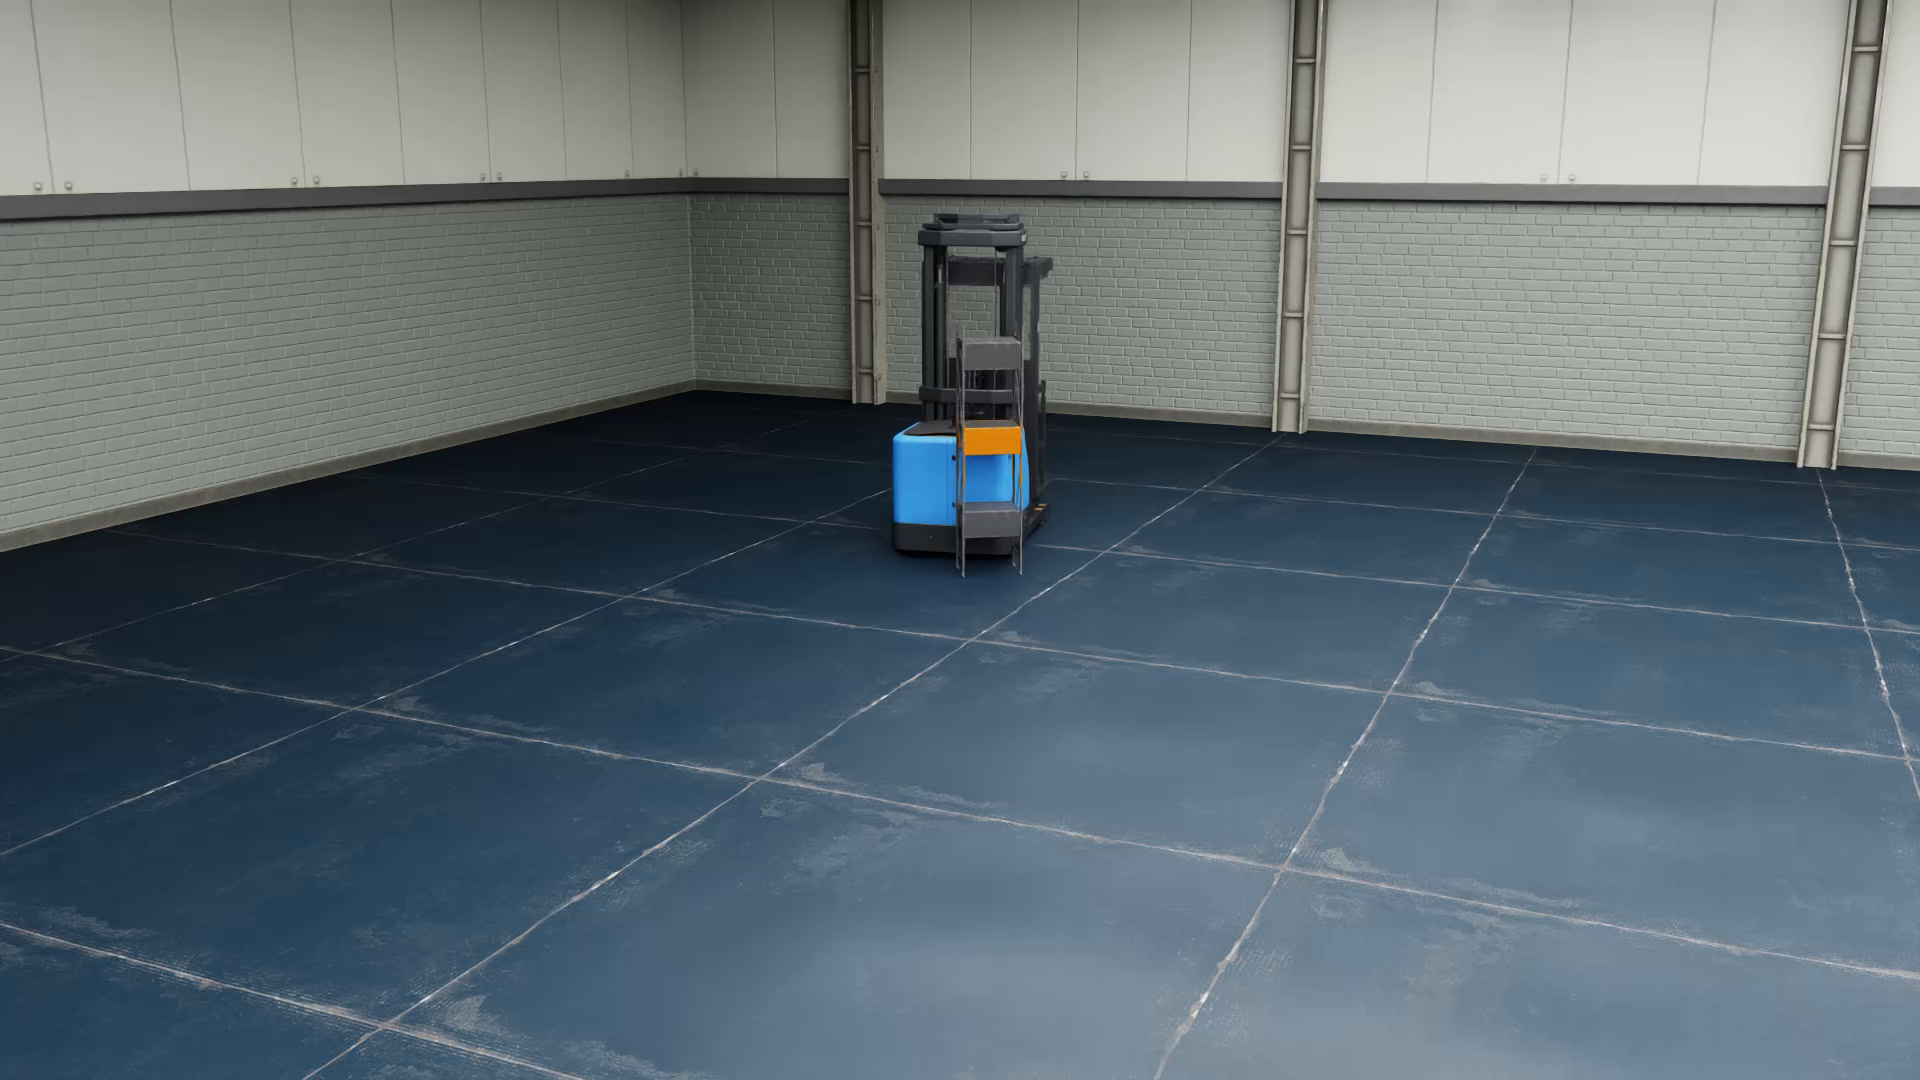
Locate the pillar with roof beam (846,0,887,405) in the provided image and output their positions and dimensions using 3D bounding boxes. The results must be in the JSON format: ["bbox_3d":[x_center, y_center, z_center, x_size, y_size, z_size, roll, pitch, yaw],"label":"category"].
[{"bbox_3d":[-3.027,-5.431,18.697,0.400,9.000,9.100,6,14,23],"label":"pillar with roof beam"}]

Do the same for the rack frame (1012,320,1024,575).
[{"bbox_3d":[0.485,-0.769,13.932,0.015,2.100,0.400,-2,13,-8],"label":"rack frame"}]

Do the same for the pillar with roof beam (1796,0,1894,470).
[{"bbox_3d":[7.945,-4.321,13.965,0.400,9.000,9.100,6,14,23],"label":"pillar with roof beam"}]

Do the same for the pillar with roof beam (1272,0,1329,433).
[{"bbox_3d":[2.459,-4.876,16.331,0.400,9.000,9.100,6,14,23],"label":"pillar with roof beam"}]

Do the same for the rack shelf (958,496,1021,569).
[{"bbox_3d":[0.243,-0.067,14.063,0.480,0.518,0.431,-2,13,-8],"label":"rack shelf"}]

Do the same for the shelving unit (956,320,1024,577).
[{"bbox_3d":[0.243,-0.762,13.900,0.503,2.100,0.431,-2,13,-8],"label":"shelving unit"}]

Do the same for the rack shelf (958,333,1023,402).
[{"bbox_3d":[0.243,-1.430,13.743,0.480,0.518,0.431,-2,13,-8],"label":"rack shelf"}]

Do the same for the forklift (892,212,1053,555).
[{"bbox_3d":[0.249,-1.586,15.593,1.130,2.935,3.031,3,14,13],"label":"forklift"}]

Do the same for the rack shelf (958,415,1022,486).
[{"bbox_3d":[0.243,-0.748,13.903,0.480,0.518,0.431,-2,13,-8],"label":"rack shelf"}]

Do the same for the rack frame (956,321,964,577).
[{"bbox_3d":[0.001,-0.754,13.867,0.015,2.100,0.400,-2,13,-8],"label":"rack frame"}]
